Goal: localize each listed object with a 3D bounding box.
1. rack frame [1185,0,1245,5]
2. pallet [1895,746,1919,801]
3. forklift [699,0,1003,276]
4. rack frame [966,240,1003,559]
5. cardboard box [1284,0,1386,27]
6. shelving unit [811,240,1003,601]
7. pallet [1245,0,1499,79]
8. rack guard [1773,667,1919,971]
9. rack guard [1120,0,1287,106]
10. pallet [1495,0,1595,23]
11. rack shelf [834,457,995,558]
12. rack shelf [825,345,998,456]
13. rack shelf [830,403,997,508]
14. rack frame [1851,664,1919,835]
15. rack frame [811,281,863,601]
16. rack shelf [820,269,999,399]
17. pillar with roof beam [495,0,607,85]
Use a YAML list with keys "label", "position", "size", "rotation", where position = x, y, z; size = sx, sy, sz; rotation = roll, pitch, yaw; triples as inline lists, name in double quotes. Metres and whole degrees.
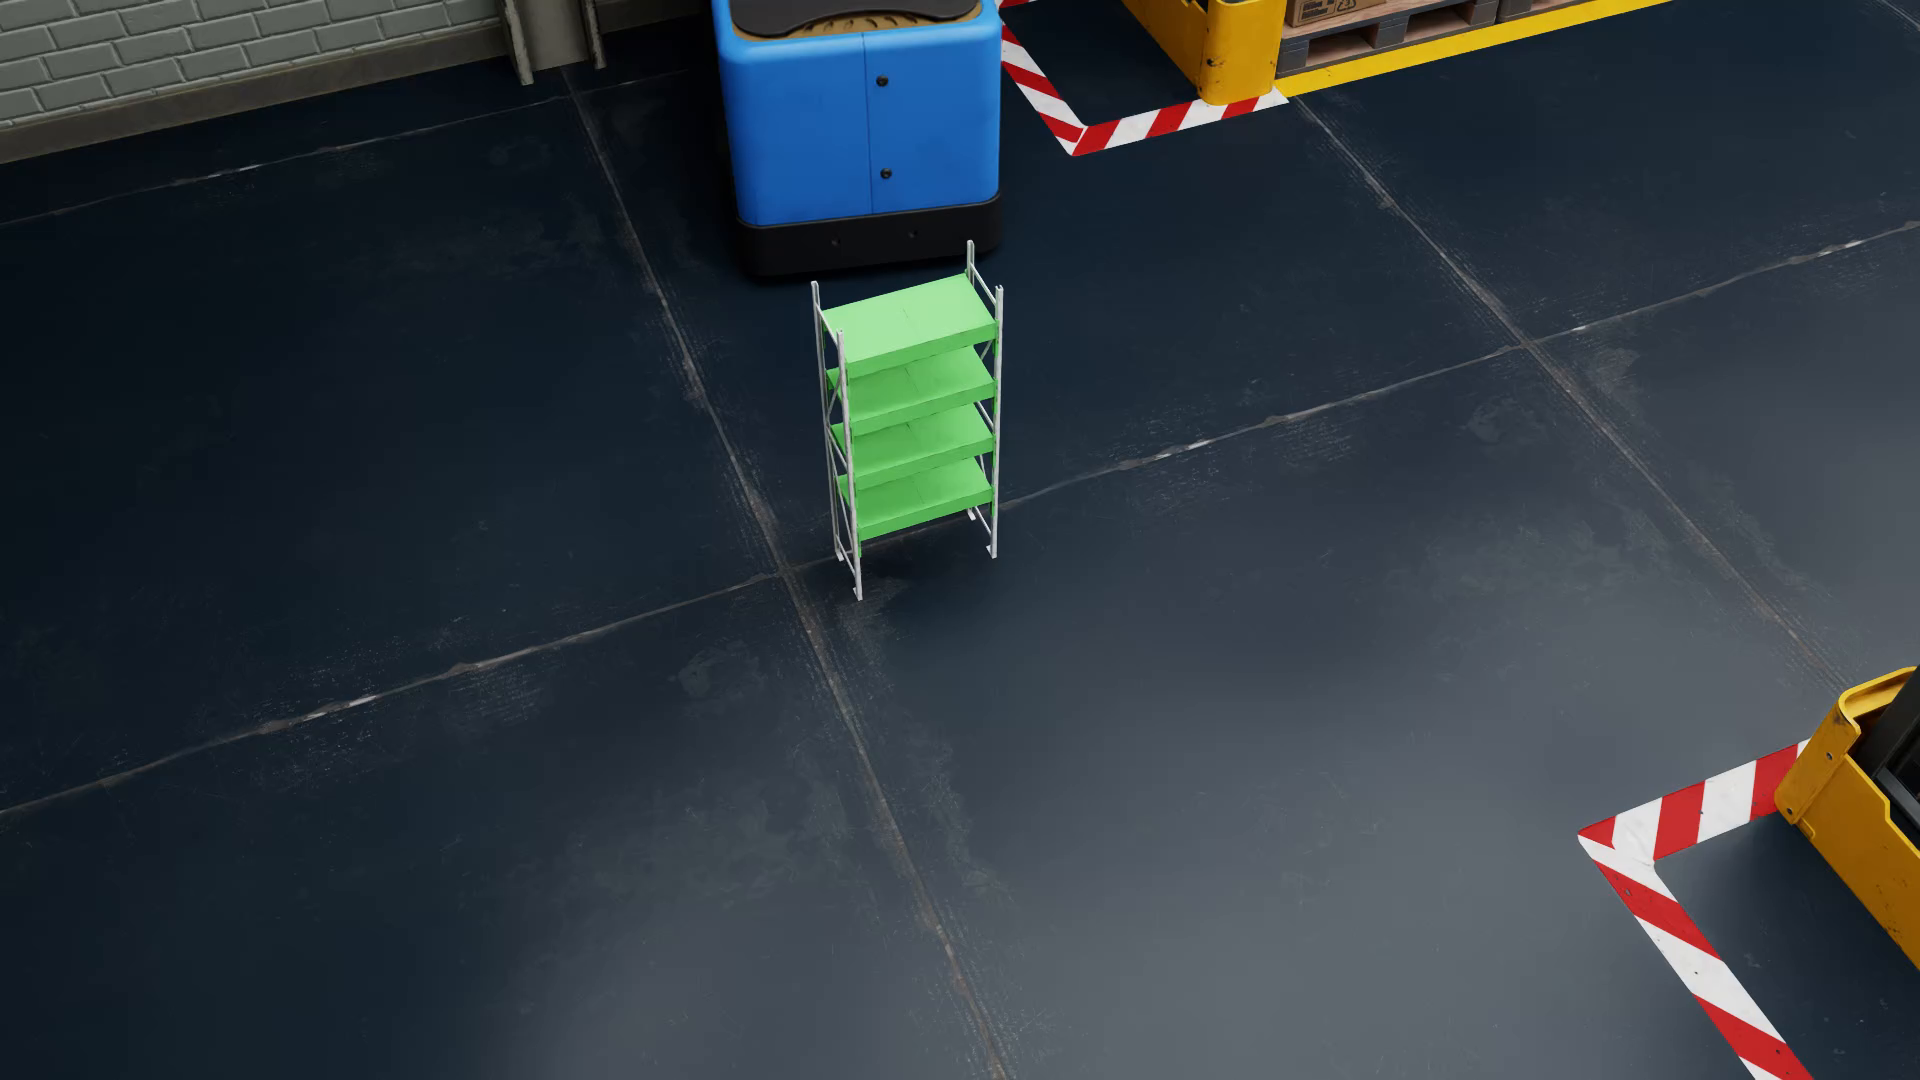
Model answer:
- label: "rack frame"
  position: [0.981, -3.335, 6.637]
  size: [0.127, 3.000, 1.000]
  rotation: [-17, 52, -14]
- label: "pallet"
  position: [3.572, 0.774, 4.946]
  size: [1.213, 0.211, 1.003]
  rotation: [-17, 52, -14]
- label: "forklift"
  position: [-0.592, -3.132, 6.508]
  size: [1.130, 2.935, 3.031]
  rotation: [-7, 50, -6]
- label: "rack frame"
  position: [0.073, -0.413, 5.314]
  size: [0.015, 1.200, 0.240]
  rotation: [-17, 52, -14]
- label: "cardboard box"
  position: [1.583, -2.768, 7.518]
  size: [0.637, 0.503, 0.797]
  rotation: [-19, 52, -16]
- label: "shelving unit"
  position: [-0.153, -0.343, 5.254]
  size: [0.503, 1.200, 0.258]
  rotation: [-17, 52, -14]
- label: "pallet"
  position: [1.789, -2.678, 7.911]
  size: [1.213, 0.211, 1.003]
  rotation: [-17, 52, -14]
- label: "rack guard"
  position: [2.839, 0.971, 4.586]
  size: [0.348, 0.500, 1.175]
  rotation: [-17, 52, -14]
- label: "rack guard"
  position: [1.052, -2.543, 7.604]
  size: [0.348, 0.500, 1.175]
  rotation: [-17, 52, -14]
- label: "pallet"
  position: [2.917, -3.025, 8.209]
  size: [1.213, 0.211, 1.003]
  rotation: [-17, 52, -14]
- label: "rack shelf"
  position: [-0.153, -0.145, 5.485]
  size: [0.480, 0.148, 0.258]
  rotation: [-17, 52, -14]
- label: "rack shelf"
  position: [-0.153, -0.458, 5.120]
  size: [0.480, 0.148, 0.258]
  rotation: [-17, 52, -14]
- label: "rack shelf"
  position: [-0.153, -0.302, 5.302]
  size: [0.480, 0.148, 0.258]
  rotation: [-17, 52, -14]
- label: "rack frame"
  position: [2.861, 0.150, 3.644]
  size: [0.127, 3.000, 1.000]
  rotation: [-17, 52, -14]
- label: "rack frame"
  position: [-0.379, -0.273, 5.194]
  size: [0.015, 1.200, 0.240]
  rotation: [-17, 52, -14]
- label: "rack shelf"
  position: [-0.153, -0.614, 4.938]
  size: [0.480, 0.148, 0.258]
  rotation: [-17, 52, -14]
- label: "pillar with roof beam"
  position: [-0.228, -2.126, 1.644]
  size: [0.400, 9.000, 9.100]
  rotation: [-17, 52, -14]
